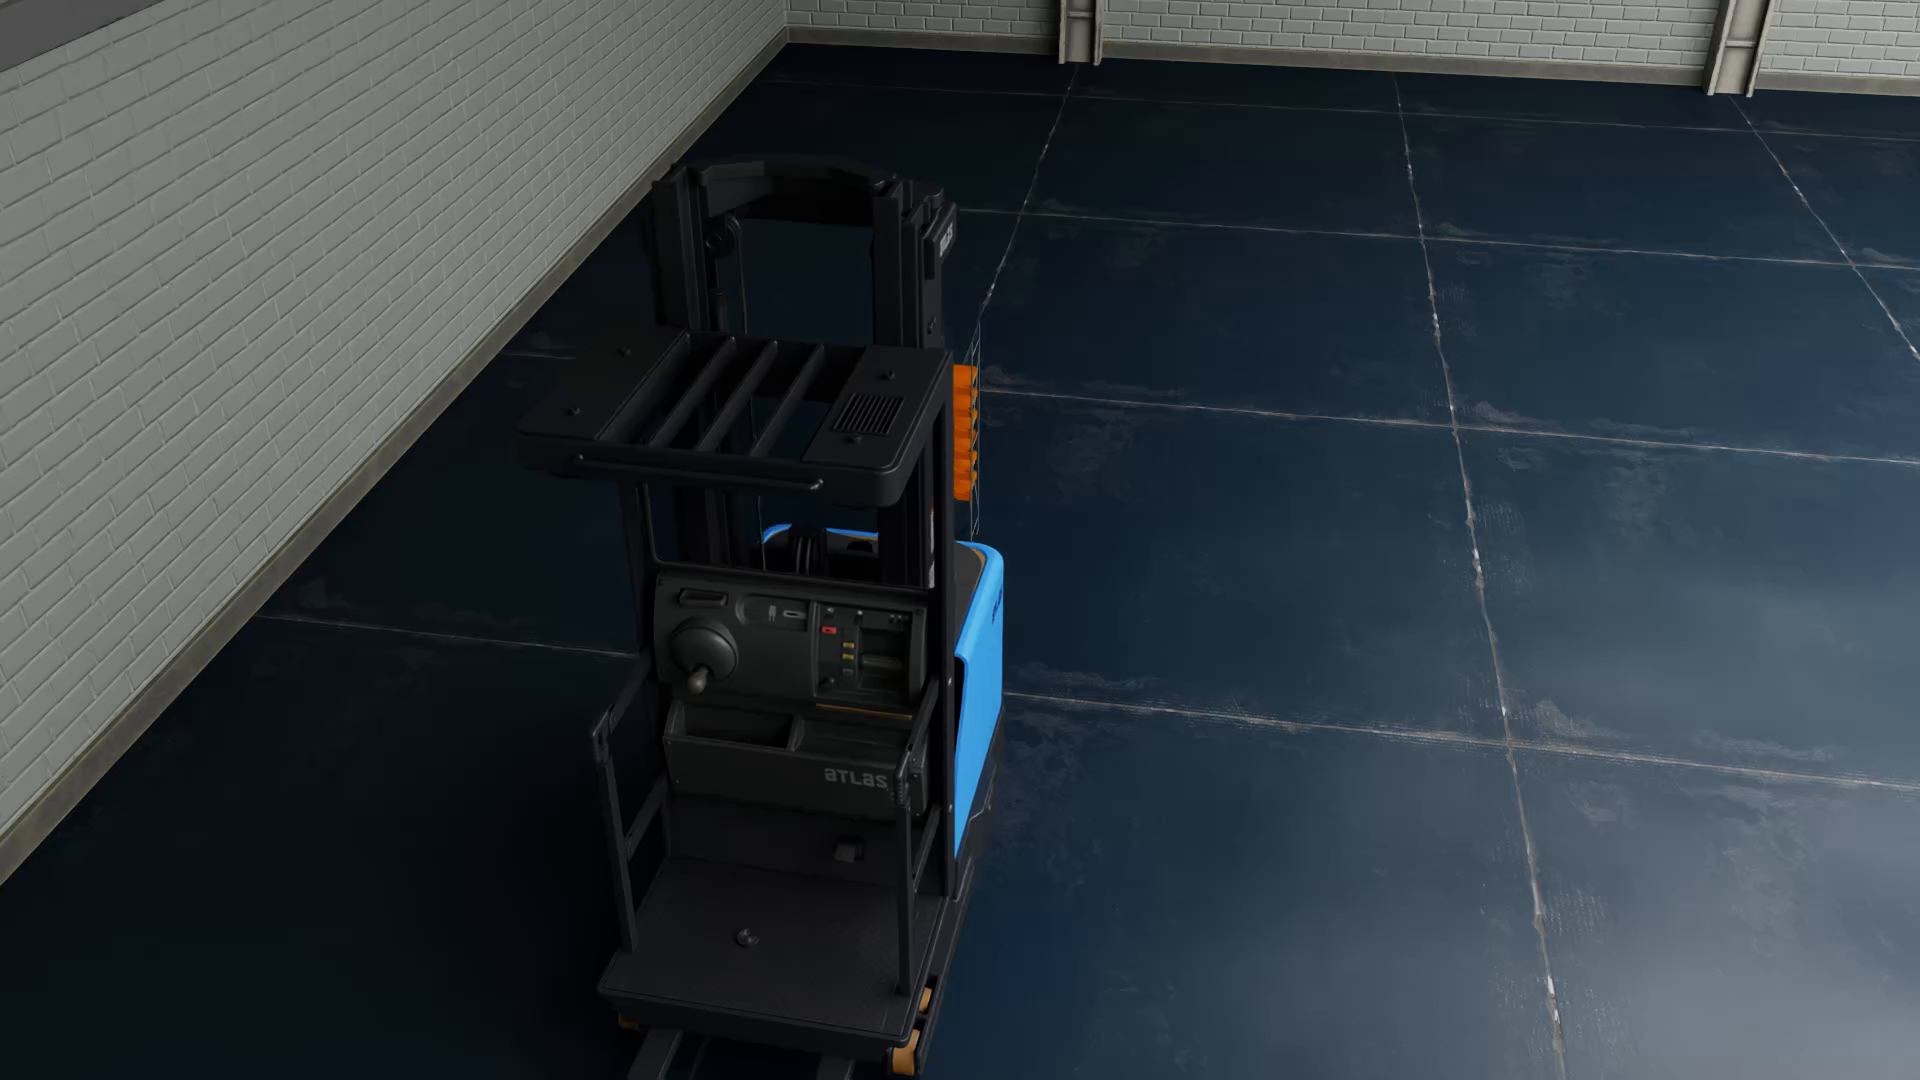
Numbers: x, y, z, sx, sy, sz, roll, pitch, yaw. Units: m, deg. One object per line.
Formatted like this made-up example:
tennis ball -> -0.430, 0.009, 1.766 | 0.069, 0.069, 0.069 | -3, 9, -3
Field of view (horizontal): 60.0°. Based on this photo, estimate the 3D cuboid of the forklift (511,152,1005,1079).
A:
forklift -> -0.610, 0.400, 5.348 | 1.130, 2.935, 3.031 | 6, 33, 10

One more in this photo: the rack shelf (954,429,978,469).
rack shelf -> -0.014, -0.472, 8.457 | 0.180, 0.103, 0.258 | 5, 32, 8

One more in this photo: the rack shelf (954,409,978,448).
rack shelf -> -0.014, -0.574, 8.394 | 0.180, 0.103, 0.258 | 5, 32, 8

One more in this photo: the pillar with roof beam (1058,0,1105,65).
pillar with roof beam -> 0.449, -6.254, 10.260 | 0.400, 9.000, 9.100 | 5, 32, 8

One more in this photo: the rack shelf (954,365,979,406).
rack shelf -> -0.014, -0.777, 8.266 | 0.180, 0.103, 0.258 | 5, 32, 8

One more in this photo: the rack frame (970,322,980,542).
rack frame -> 0.076, -0.502, 8.421 | 0.006, 1.200, 0.240 | 5, 32, 8

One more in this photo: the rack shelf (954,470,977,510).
rack shelf -> -0.014, -0.269, 8.585 | 0.180, 0.103, 0.258 | 5, 32, 8

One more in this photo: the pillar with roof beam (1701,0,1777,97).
pillar with roof beam -> 6.364, -5.718, 9.404 | 0.400, 9.000, 9.100 | 5, 32, 8

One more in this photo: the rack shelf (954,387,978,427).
rack shelf -> -0.014, -0.676, 8.330 | 0.180, 0.103, 0.258 | 5, 32, 8

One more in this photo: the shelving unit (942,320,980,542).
shelving unit -> -0.014, -0.510, 8.434 | 0.189, 1.200, 0.258 | 5, 32, 8

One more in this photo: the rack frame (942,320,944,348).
rack frame -> -0.104, -0.518, 8.447 | 0.006, 1.200, 0.240 | 5, 32, 8

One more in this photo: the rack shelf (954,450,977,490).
rack shelf -> -0.014, -0.370, 8.521 | 0.180, 0.103, 0.258 | 5, 32, 8
